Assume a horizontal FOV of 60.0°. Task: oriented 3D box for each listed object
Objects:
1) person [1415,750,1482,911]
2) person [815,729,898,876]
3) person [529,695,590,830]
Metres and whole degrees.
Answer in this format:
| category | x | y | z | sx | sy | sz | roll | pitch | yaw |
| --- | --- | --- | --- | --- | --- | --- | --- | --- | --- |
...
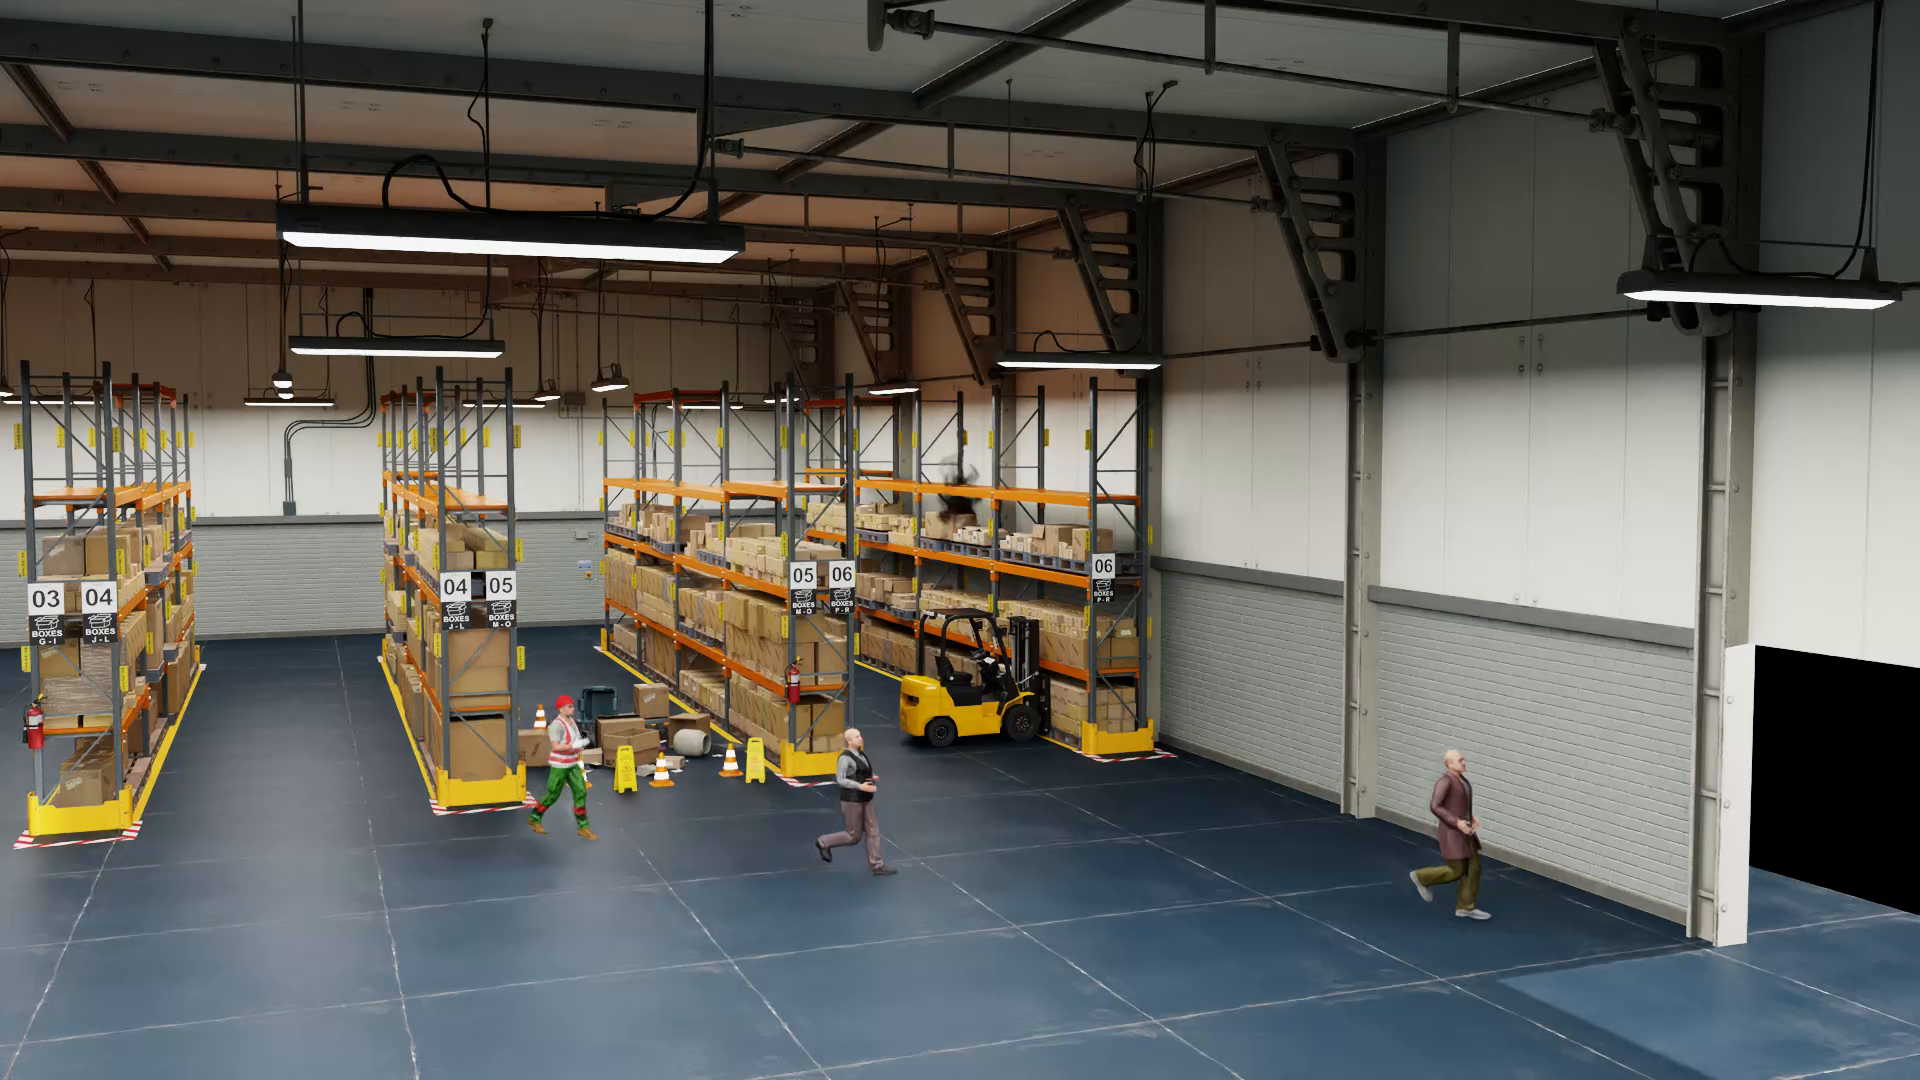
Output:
| category | x | y | z | sx | sy | sz | roll | pitch | yaw |
| --- | --- | --- | --- | --- | --- | --- | --- | --- | --- |
| person | 5.155 | 3.033 | 17.484 | 0.673 | 1.670 | 0.726 | 3 | 5 | 40 |
| person | -1.171 | 3.006 | 19.098 | 0.984 | 1.691 | 0.677 | 1 | 4 | 23 |
| person | -4.949 | 2.776 | 20.821 | 0.881 | 1.709 | 0.529 | 1 | 4 | 20 |
